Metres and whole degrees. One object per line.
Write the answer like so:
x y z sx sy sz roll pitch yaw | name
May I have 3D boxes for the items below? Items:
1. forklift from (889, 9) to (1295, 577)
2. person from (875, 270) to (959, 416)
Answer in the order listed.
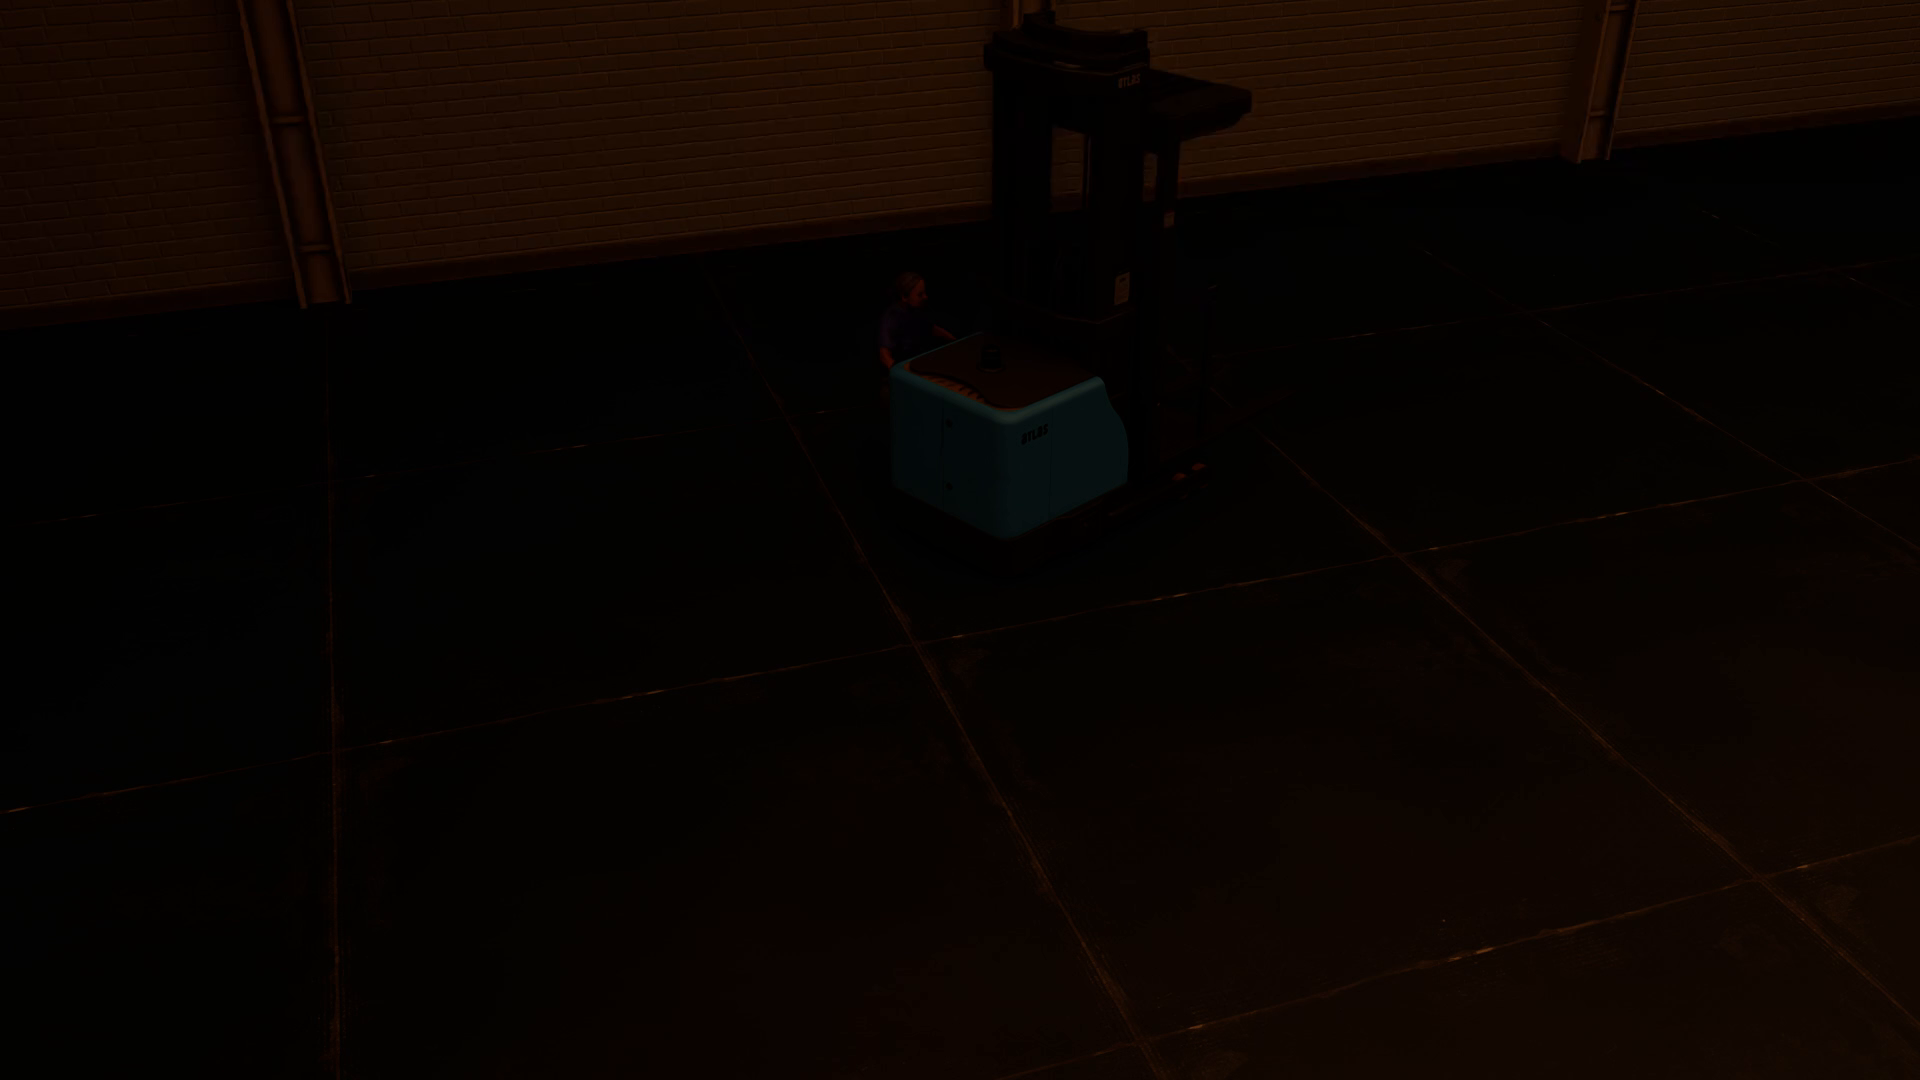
0.975 -1.691 10.026 3.031 2.935 1.130 -26 39 -37 | forklift
-0.131 -0.944 10.214 0.778 1.429 0.797 5 30 9 | person
